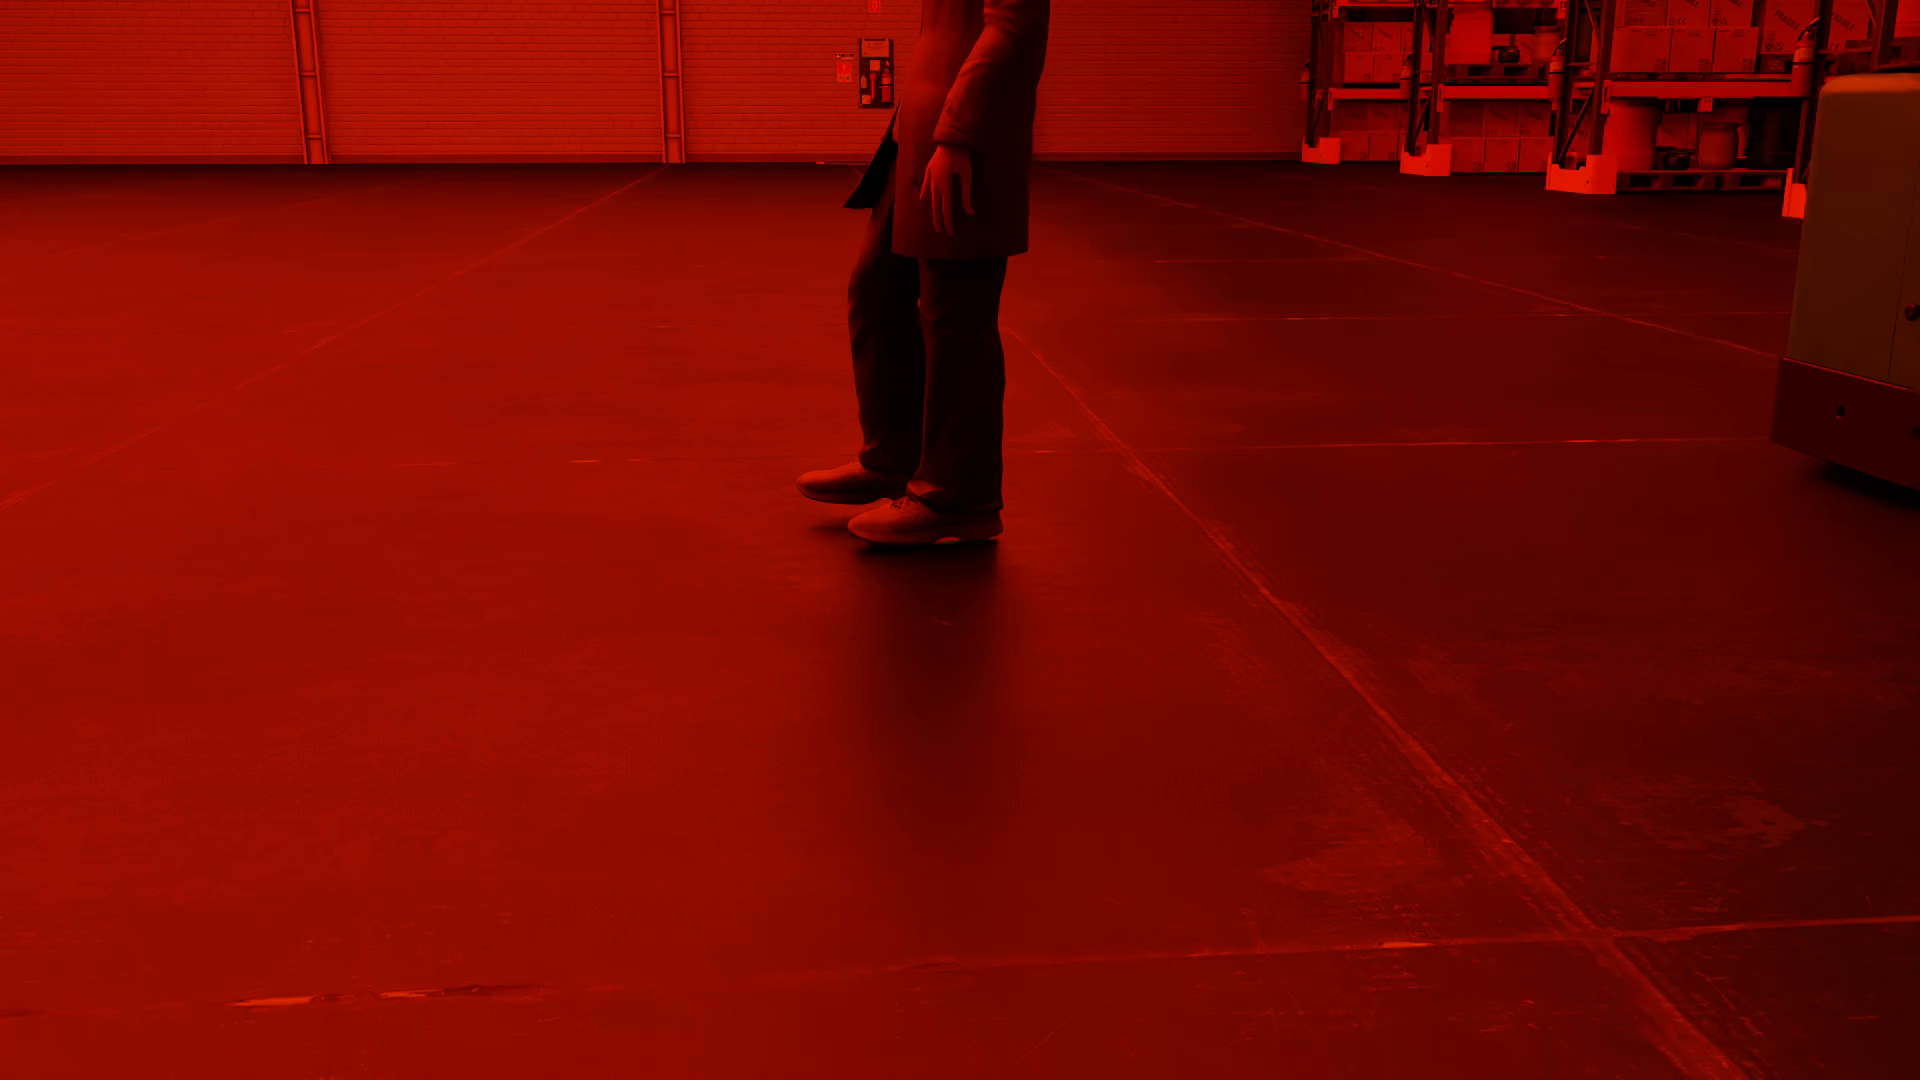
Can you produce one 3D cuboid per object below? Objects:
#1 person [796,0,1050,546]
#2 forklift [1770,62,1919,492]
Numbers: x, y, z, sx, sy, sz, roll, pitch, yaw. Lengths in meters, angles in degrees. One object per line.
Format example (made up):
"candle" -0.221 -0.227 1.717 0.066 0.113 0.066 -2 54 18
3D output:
"person" -0.091 -0.866 3.703 0.583 1.775 0.696 -1 15 -5
"forklift" 3.850 -1.557 4.093 3.031 2.935 1.130 -2 15 -6
